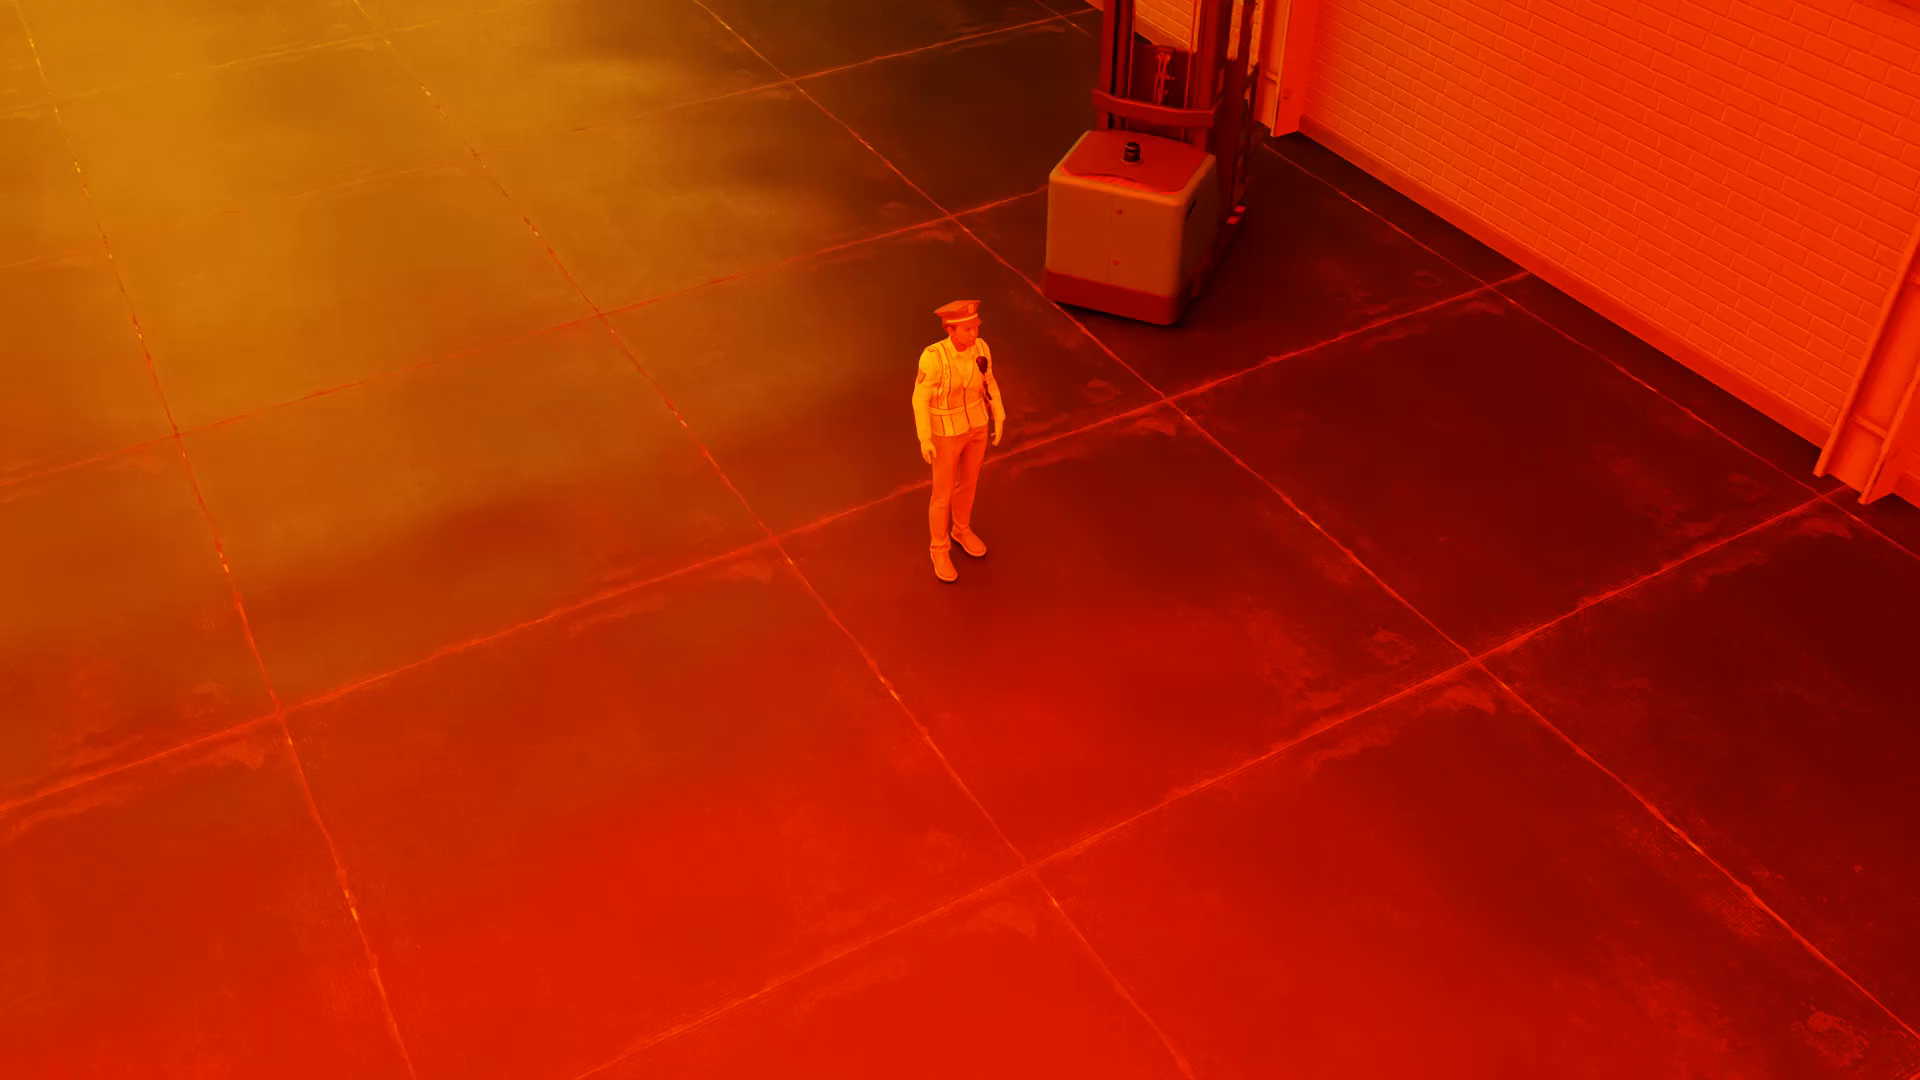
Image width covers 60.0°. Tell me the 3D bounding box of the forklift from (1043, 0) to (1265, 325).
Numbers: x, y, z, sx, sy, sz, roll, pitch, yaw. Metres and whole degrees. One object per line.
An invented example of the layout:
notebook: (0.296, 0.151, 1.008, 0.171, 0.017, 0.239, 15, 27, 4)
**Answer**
forklift: (1.678, -3.634, 12.418, 1.130, 2.935, 3.031, 16, 42, 18)

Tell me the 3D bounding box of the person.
person: (0.028, -0.617, 9.738, 0.586, 1.694, 0.530, -20, 44, -23)
